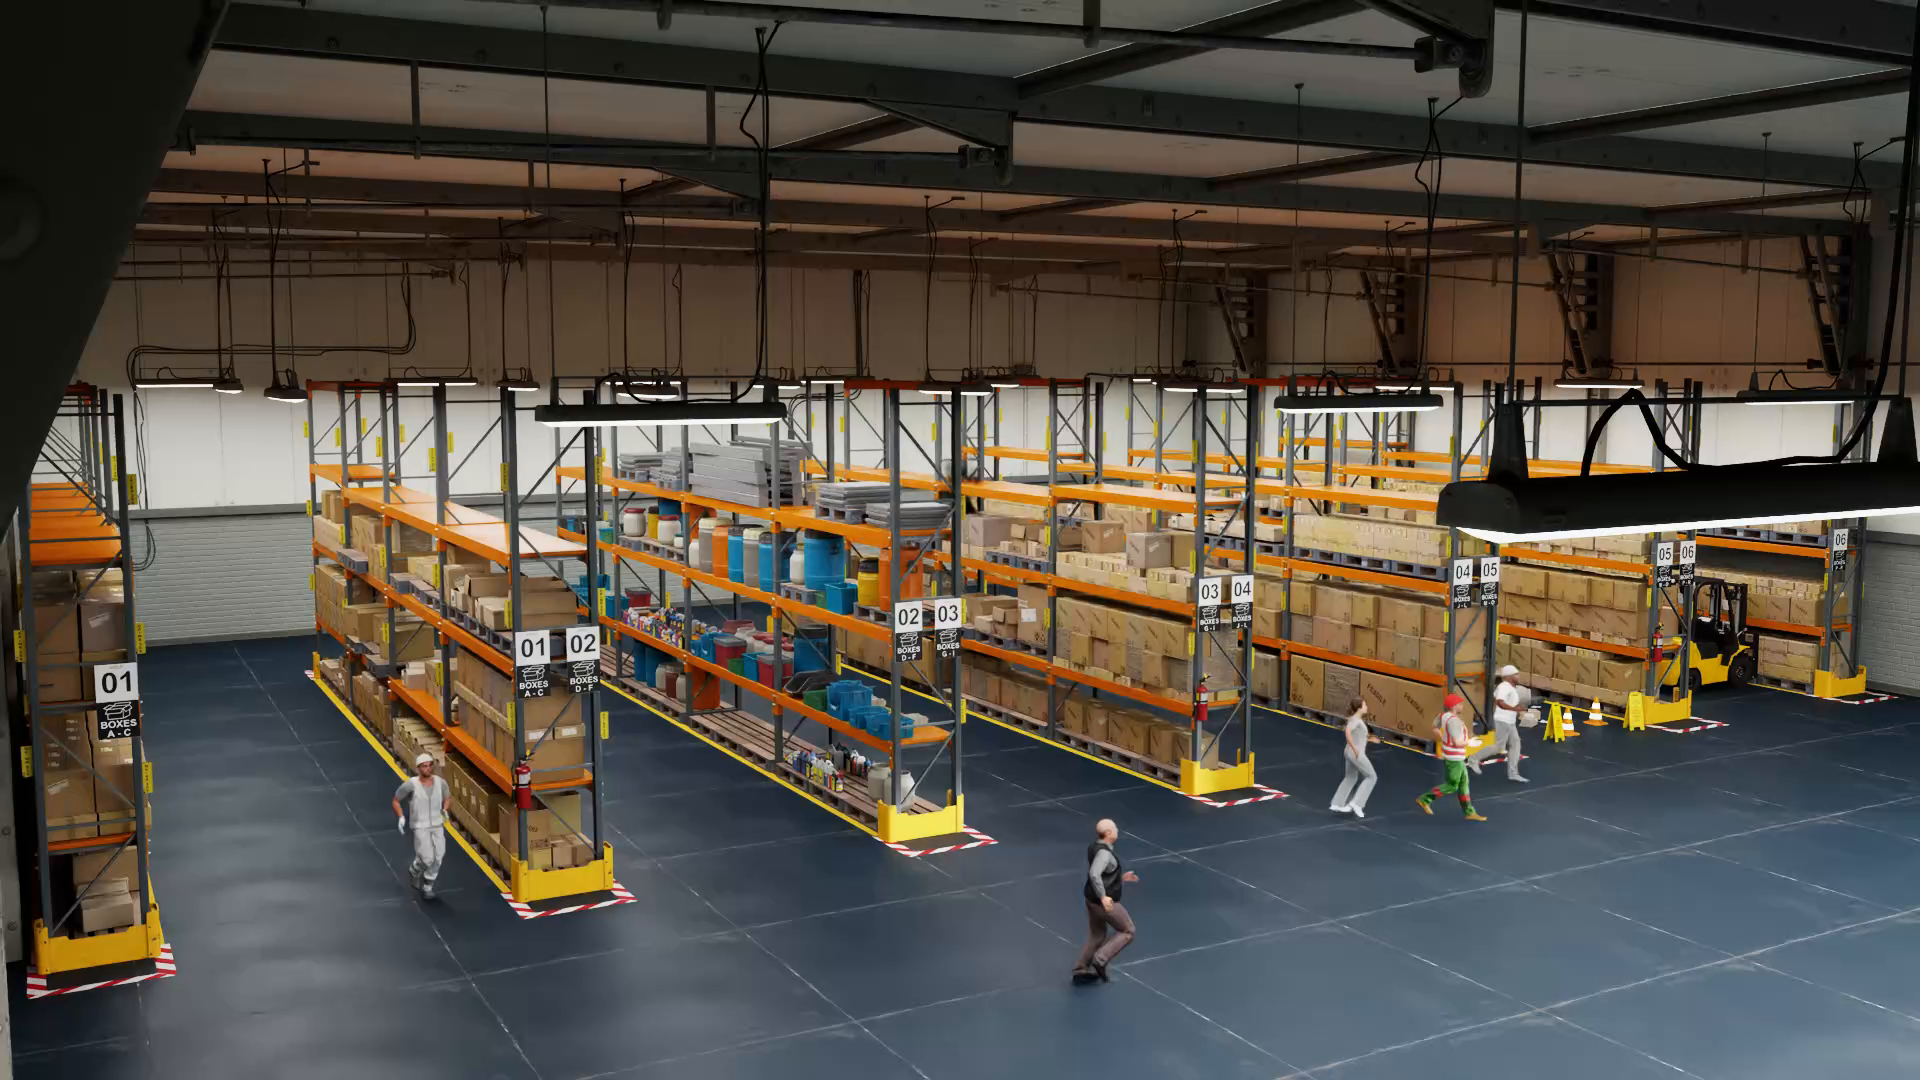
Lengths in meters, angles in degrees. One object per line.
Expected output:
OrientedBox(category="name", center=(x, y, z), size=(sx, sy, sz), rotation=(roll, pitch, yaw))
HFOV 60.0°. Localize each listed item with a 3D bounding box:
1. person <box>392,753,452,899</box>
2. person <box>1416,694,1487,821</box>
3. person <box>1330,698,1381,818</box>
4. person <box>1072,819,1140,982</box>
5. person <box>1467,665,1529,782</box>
OrientedBox(category="person", center=(-6.267, 3.385, 19.579), size=(0.656, 1.739, 0.587), rotation=(-5, 8, -38))
OrientedBox(category="person", center=(6.776, 2.995, 22.865), size=(0.985, 1.776, 0.654), rotation=(1, 6, 6))
OrientedBox(category="person", center=(5.550, 3.048, 23.249), size=(0.702, 1.708, 0.579), rotation=(0, 6, 0))
OrientedBox(category="person", center=(1.503, 3.677, 16.965), size=(0.733, 1.677, 0.630), rotation=(-1, 6, -13))
OrientedBox(category="person", center=(8.300, 2.776, 25.447), size=(0.924, 1.728, 0.707), rotation=(3, 7, 28))
